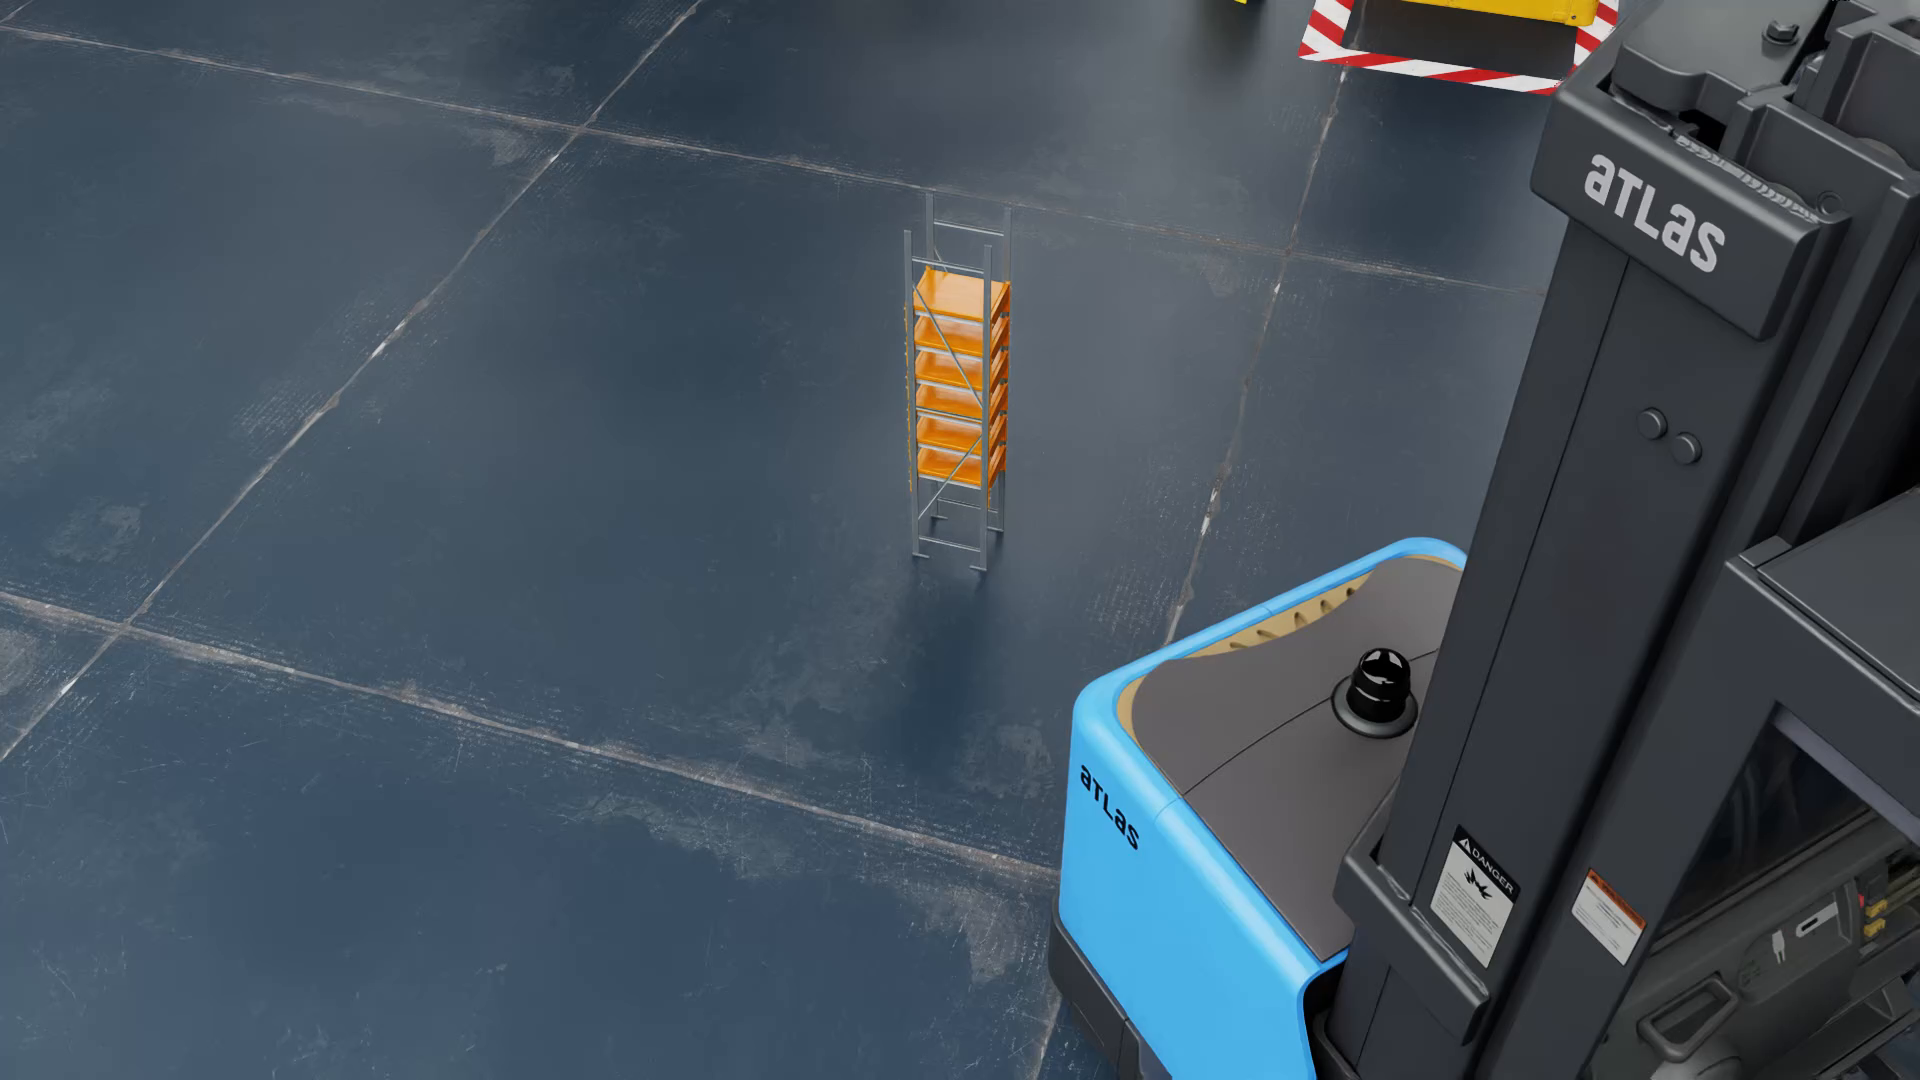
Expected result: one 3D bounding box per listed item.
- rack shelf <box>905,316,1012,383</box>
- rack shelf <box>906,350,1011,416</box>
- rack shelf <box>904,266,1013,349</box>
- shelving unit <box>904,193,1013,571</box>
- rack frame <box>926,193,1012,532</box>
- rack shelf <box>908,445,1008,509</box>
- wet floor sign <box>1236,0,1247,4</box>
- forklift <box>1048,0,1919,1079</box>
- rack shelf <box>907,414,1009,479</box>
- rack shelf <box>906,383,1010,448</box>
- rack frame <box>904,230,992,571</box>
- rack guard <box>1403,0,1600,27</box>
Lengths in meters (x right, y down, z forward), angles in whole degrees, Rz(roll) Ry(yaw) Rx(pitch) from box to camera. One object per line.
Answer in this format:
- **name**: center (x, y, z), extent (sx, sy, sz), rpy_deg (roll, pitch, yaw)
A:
- **rack shelf**: center (-0.004, -0.559, 4.684), extent (0.258, 0.103, 0.180), rpy_deg (13, 46, 12)
- **rack shelf**: center (-0.004, -0.473, 4.768), extent (0.258, 0.103, 0.180), rpy_deg (13, 46, 12)
- **rack shelf**: center (-0.004, -0.645, 4.600), extent (0.258, 0.103, 0.180), rpy_deg (13, 46, 12)
- **shelving unit**: center (-0.004, -0.419, 4.821), extent (0.258, 1.200, 0.189), rpy_deg (13, 46, 12)
- **rack frame**: center (0.023, -0.480, 4.883), extent (0.240, 1.200, 0.006), rpy_deg (13, 46, 12)
- **rack shelf**: center (-0.004, -0.216, 5.019), extent (0.258, 0.103, 0.180), rpy_deg (13, 46, 12)
- **wet floor sign**: center (1.308, -2.874, 7.726), extent (0.267, 0.644, 0.232), rpy_deg (28, 51, 26)
- **forklift**: center (1.390, 0.750, 2.388), extent (1.130, 2.935, 3.031), rpy_deg (-22, 49, -21)
- **rack shelf**: center (-0.004, -0.302, 4.936), extent (0.258, 0.103, 0.180), rpy_deg (13, 46, 12)
- **rack shelf**: center (-0.004, -0.387, 4.852), extent (0.258, 0.103, 0.180), rpy_deg (13, 46, 12)
- **rack frame**: center (-0.032, -0.358, 4.758), extent (0.240, 1.200, 0.006), rpy_deg (13, 46, 12)
- **rack guard**: center (2.408, -2.773, 7.726), extent (1.175, 0.500, 0.348), rpy_deg (13, 46, 13)
